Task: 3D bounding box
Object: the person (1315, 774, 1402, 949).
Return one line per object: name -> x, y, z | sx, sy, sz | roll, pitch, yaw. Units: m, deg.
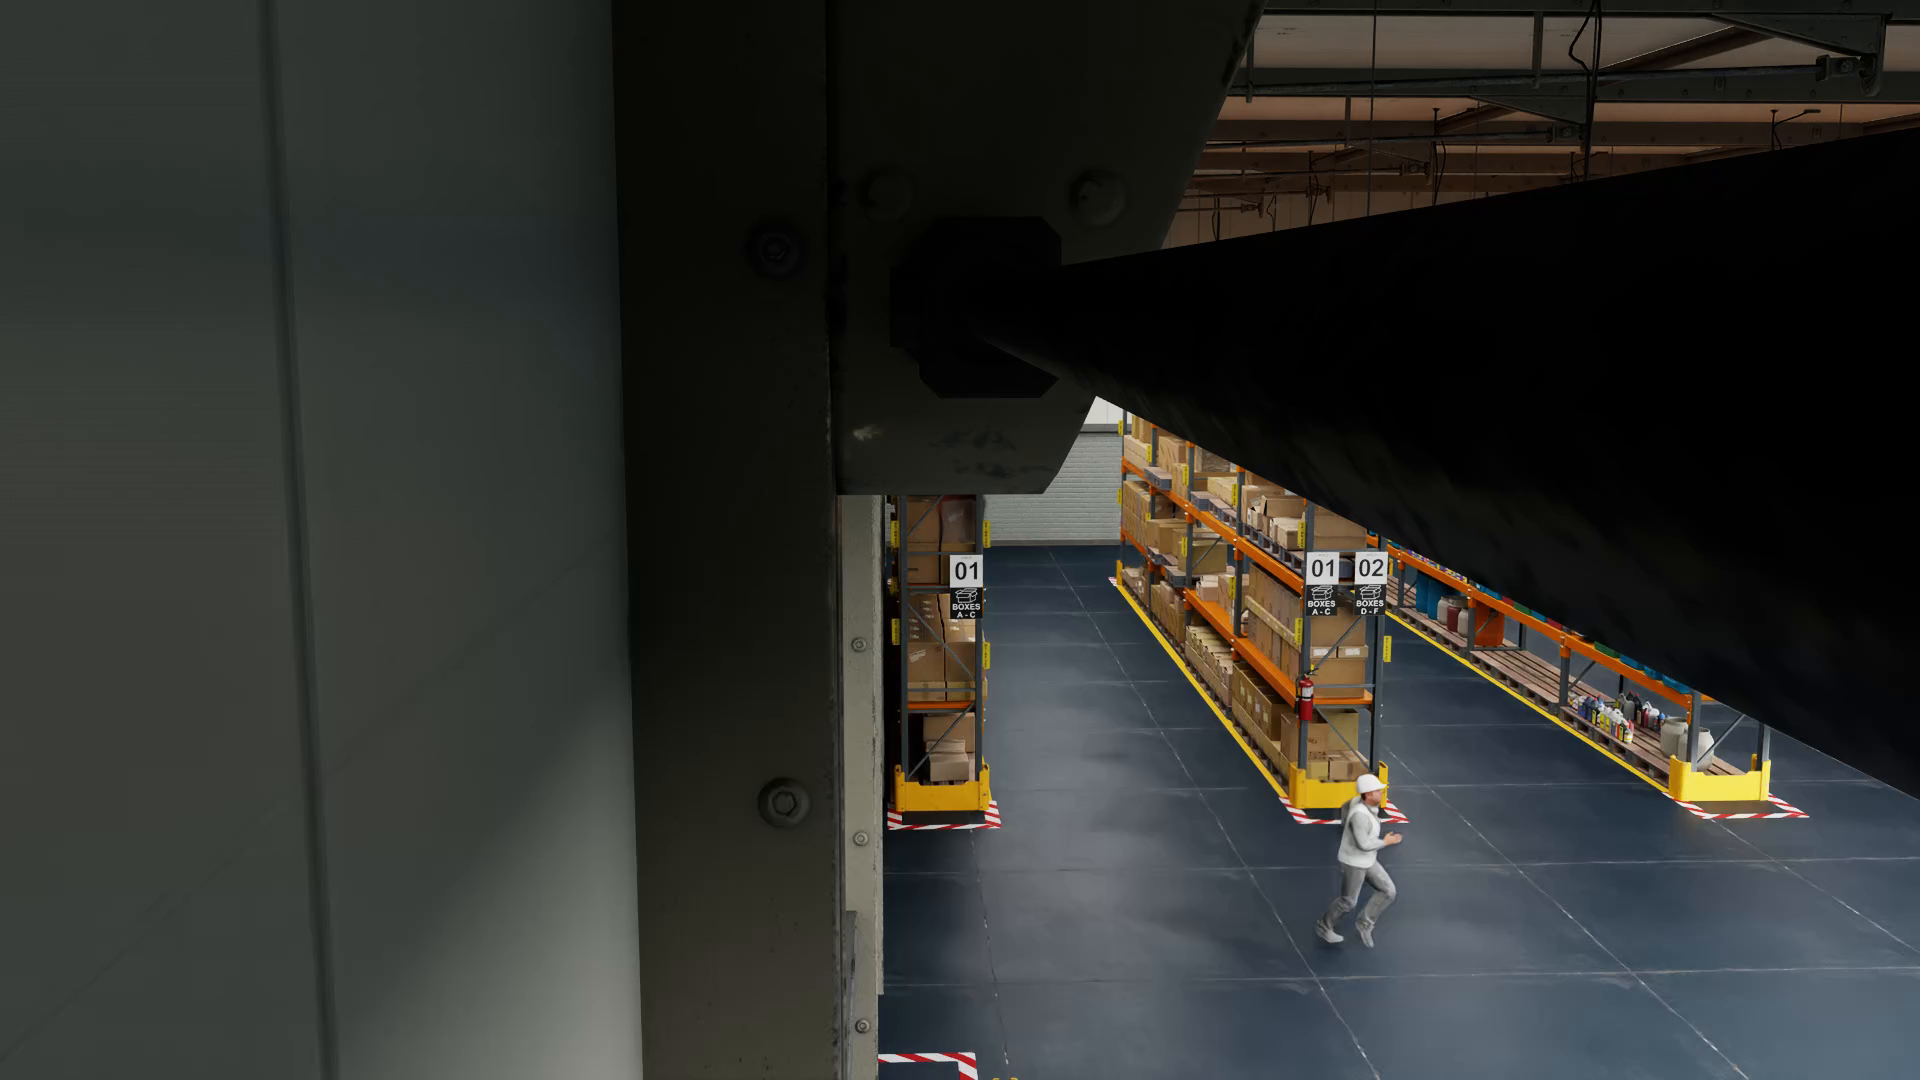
person -> 3.860, 3.103, 16.074 | 0.807, 1.763, 0.682 | 4, 9, 23
